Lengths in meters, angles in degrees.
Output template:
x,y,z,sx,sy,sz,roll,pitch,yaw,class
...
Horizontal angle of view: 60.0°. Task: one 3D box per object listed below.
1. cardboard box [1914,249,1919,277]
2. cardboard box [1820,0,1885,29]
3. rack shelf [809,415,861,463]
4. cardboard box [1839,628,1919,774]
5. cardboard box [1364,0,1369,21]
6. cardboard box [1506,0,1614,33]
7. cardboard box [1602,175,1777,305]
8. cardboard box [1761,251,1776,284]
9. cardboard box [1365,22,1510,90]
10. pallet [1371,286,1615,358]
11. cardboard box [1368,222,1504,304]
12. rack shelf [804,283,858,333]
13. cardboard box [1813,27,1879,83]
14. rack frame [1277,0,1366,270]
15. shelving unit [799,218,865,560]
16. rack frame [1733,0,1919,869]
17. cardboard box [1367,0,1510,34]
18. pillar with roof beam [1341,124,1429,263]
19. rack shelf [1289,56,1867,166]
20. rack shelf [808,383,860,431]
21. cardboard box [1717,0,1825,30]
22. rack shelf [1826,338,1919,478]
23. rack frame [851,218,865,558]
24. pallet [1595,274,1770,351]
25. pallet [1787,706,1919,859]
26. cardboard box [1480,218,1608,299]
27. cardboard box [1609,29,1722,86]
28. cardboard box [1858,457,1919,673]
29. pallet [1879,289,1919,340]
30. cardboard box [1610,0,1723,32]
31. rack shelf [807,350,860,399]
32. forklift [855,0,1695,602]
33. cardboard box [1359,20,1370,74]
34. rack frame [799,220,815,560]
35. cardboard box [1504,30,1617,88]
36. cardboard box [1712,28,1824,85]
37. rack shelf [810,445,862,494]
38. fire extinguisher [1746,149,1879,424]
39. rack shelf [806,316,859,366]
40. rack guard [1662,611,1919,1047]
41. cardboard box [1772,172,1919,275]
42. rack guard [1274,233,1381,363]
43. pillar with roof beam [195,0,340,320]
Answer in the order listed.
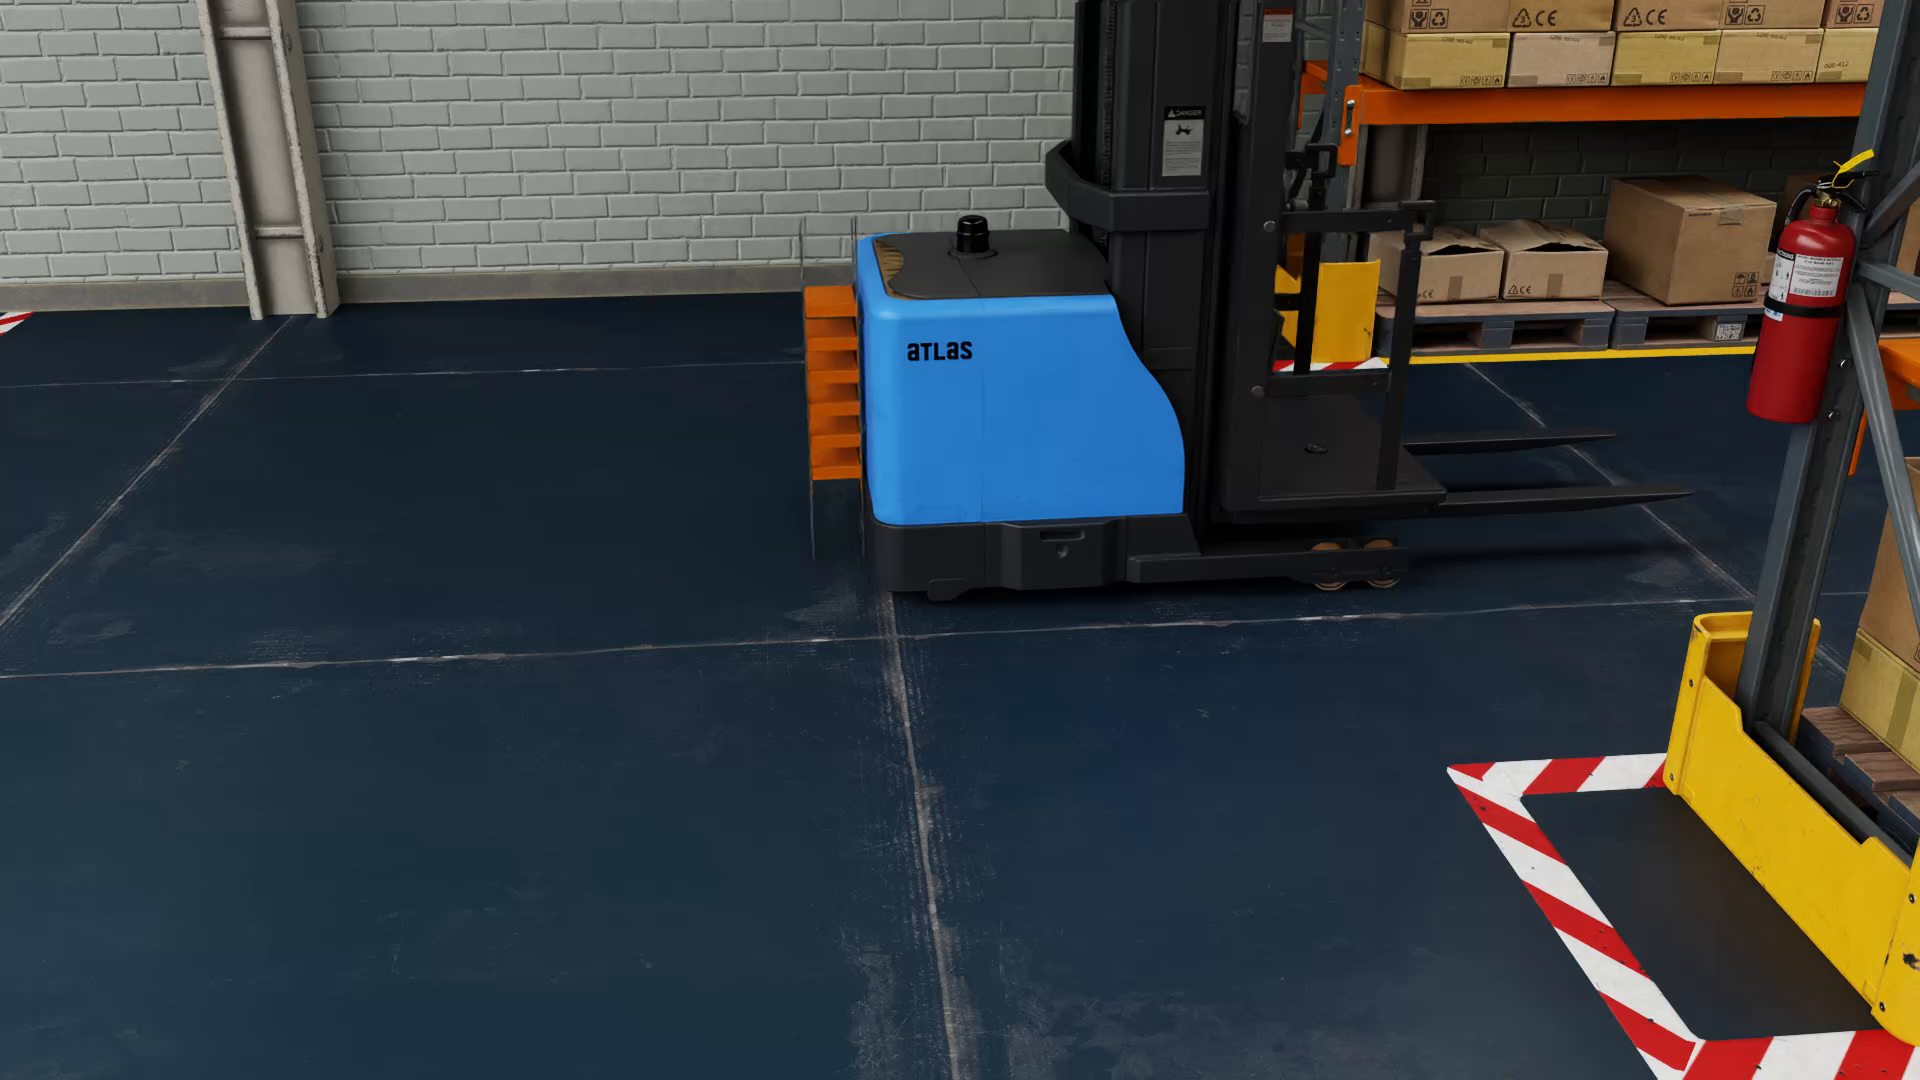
x,y,z,sx,sy,sz,roll,pitch,yaw,class
5.199,-1.515,8.912,0.250,0.166,0.380,-5,25,-12,cardboard box
4.290,-2.743,7.966,0.500,0.500,0.500,-3,24,-7,cardboard box
-0.457,-0.377,6.025,0.180,0.103,0.258,-3,24,-6,rack shelf
2.743,0.444,4.427,0.500,0.250,0.500,-2,24,-5,cardboard box
2.196,-2.870,8.251,0.500,0.500,0.500,-3,24,-6,cardboard box
2.746,-2.679,7.821,0.500,0.500,0.500,-2,24,-5,cardboard box
3.748,-1.564,8.612,0.500,0.500,0.700,-4,24,-8,cardboard box
4.135,-1.485,8.865,0.250,0.149,0.380,-4,24,-9,cardboard box
2.265,-2.314,7.923,0.500,0.250,0.500,-3,24,-7,cardboard box
2.636,-1.229,8.756,1.213,0.211,1.003,-2,24,-5,pallet
2.445,-1.446,8.579,0.500,0.311,0.500,-5,24,-11,cardboard box
-0.457,-0.815,5.830,0.180,0.103,0.258,-3,24,-6,rack shelf
4.292,-2.398,8.113,0.500,0.250,0.500,-2,24,-5,cardboard box
1.748,-2.482,8.142,0.127,3.000,1.000,-2,24,-5,rack frame
-0.457,-0.527,5.958,0.189,1.200,0.258,-3,24,-6,shelving unit
2.239,-0.480,3.637,0.127,3.000,1.000,-2,24,-5,rack frame
2.253,-2.663,7.785,0.500,0.500,0.500,-2,24,-5,cardboard box
2.783,-3.861,3.858,0.400,9.000,9.100,-2,24,-5,pillar with roof beam
3.738,-2.233,8.467,4.000,0.370,1.077,-2,24,-5,rack shelf
-0.457,-0.486,5.976,0.180,0.103,0.258,-3,24,-6,rack shelf
3.773,-2.722,7.919,0.500,0.500,0.500,-2,24,-3,cardboard box
4.229,-0.231,3.963,4.000,0.370,1.077,-2,24,-5,rack shelf
-0.366,-0.531,5.968,0.006,1.200,0.240,-3,24,-6,rack frame
3.847,-1.277,8.862,1.213,0.211,1.003,-2,24,-5,pallet
2.996,0.747,4.310,1.213,0.211,1.003,-2,24,-5,pallet
3.013,-1.469,8.630,0.500,0.311,0.500,0,24,-1,cardboard box
3.288,-2.359,8.023,0.500,0.250,0.500,-3,24,-6,cardboard box
2.743,0.100,4.277,0.500,0.500,0.500,-2,24,-5,cardboard box
5.064,-1.327,8.975,1.213,0.211,1.003,-2,24,-5,pallet
3.260,-2.697,7.861,0.500,0.500,0.500,-3,24,-7,cardboard box
-0.457,-0.596,5.927,0.180,0.103,0.258,-3,24,-6,rack shelf
1.153,-1.373,5.731,3.031,2.935,1.130,-3,24,-6,forklift
2.194,-2.520,8.386,0.500,0.250,0.500,-2,24,-4,cardboard box
-0.547,-0.523,5.948,0.006,1.200,0.240,-3,24,-6,rack frame
2.780,-2.341,7.983,0.500,0.250,0.500,-3,24,-7,cardboard box
3.791,-2.378,8.067,0.500,0.250,0.500,-2,24,-5,cardboard box
-0.457,-0.267,6.073,0.180,0.103,0.258,-3,24,-6,rack shelf
2.075,-0.628,4.065,0.183,0.674,0.296,-2,24,-5,fire extinguisher
-0.457,-0.705,5.878,0.180,0.103,0.258,-3,24,-6,rack shelf
2.215,0.663,4.143,0.348,0.500,1.175,-2,24,-5,rack guard
4.700,-1.643,8.790,0.500,0.500,0.500,-4,24,-9,cardboard box
1.824,-1.343,8.656,0.348,0.500,1.175,-2,24,-5,rack guard
-3.188,-3.622,3.319,0.400,9.000,9.100,-2,24,-5,pillar with roof beam
